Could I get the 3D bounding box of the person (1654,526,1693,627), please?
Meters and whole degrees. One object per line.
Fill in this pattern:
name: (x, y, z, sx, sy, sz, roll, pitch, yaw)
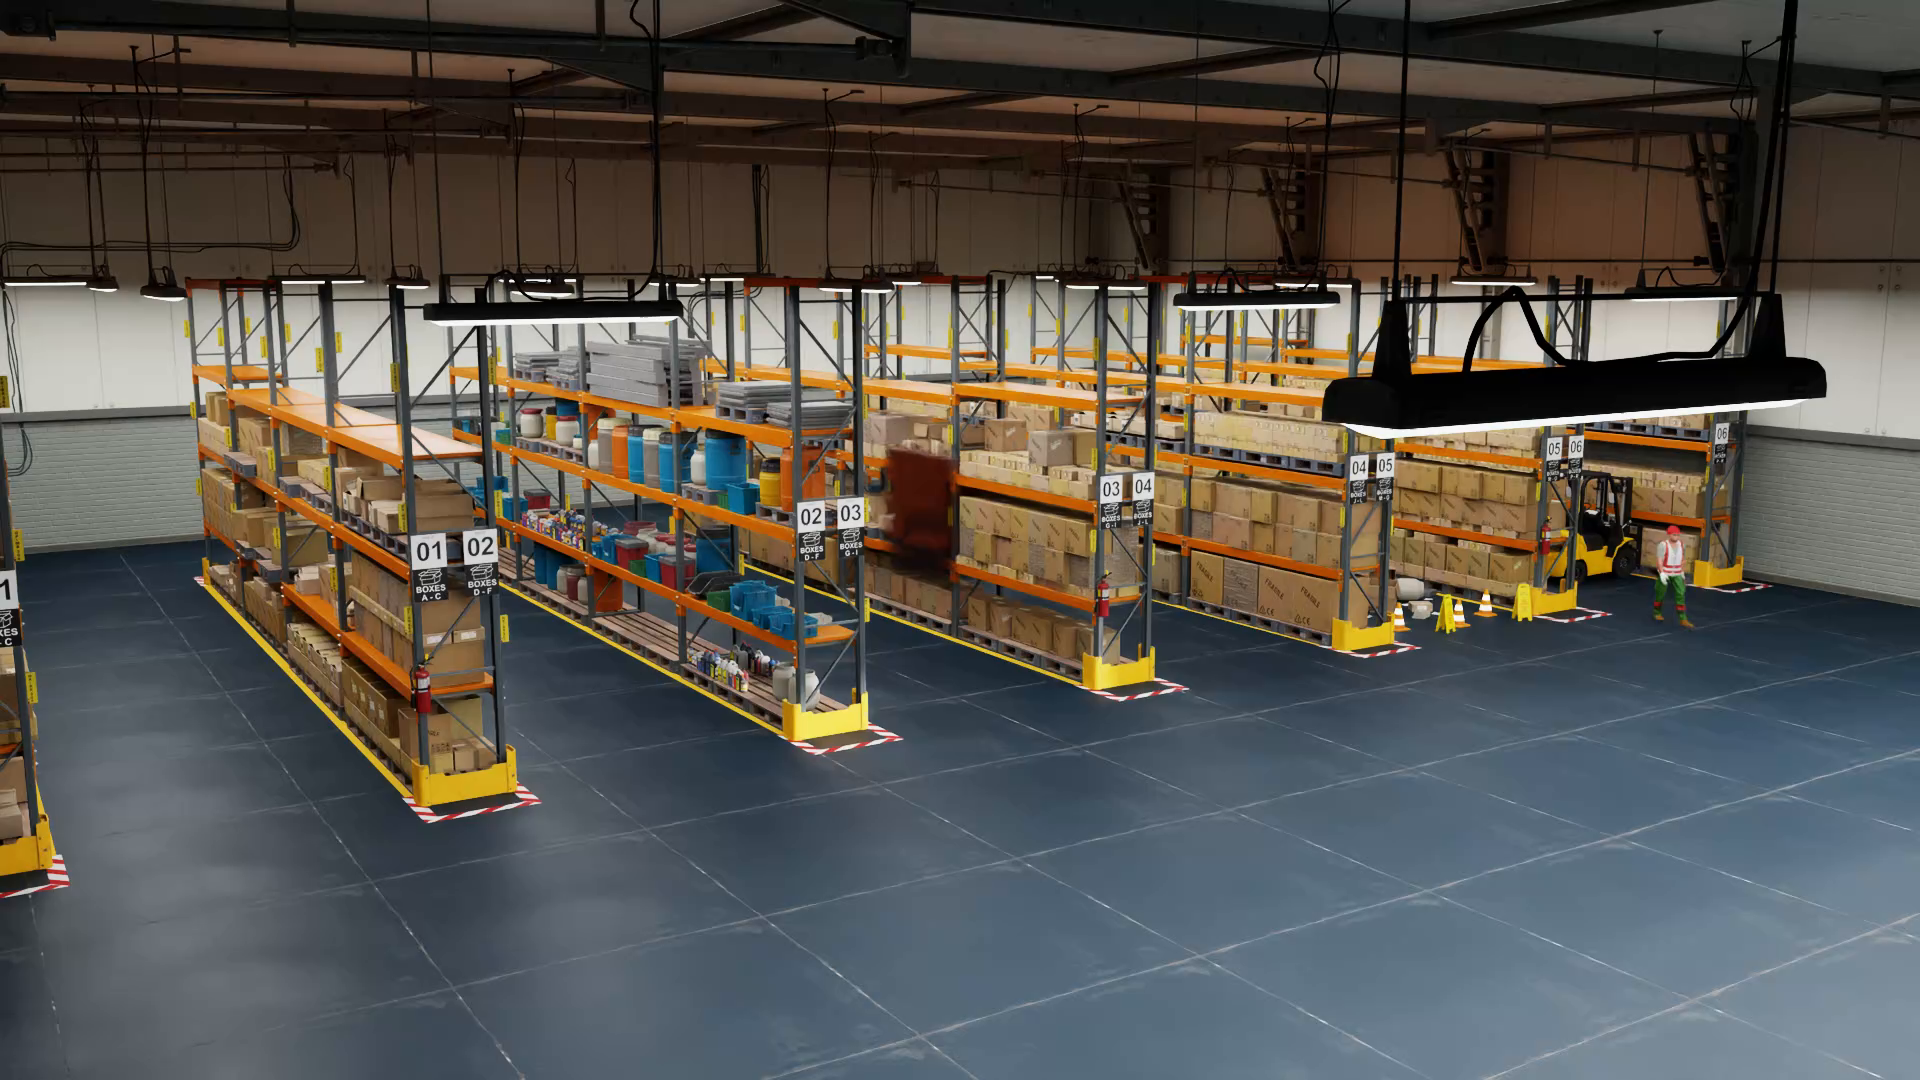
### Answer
person: (12.415, 0.610, 28.964, 0.560, 1.734, 0.997, 1, 10, 3)
